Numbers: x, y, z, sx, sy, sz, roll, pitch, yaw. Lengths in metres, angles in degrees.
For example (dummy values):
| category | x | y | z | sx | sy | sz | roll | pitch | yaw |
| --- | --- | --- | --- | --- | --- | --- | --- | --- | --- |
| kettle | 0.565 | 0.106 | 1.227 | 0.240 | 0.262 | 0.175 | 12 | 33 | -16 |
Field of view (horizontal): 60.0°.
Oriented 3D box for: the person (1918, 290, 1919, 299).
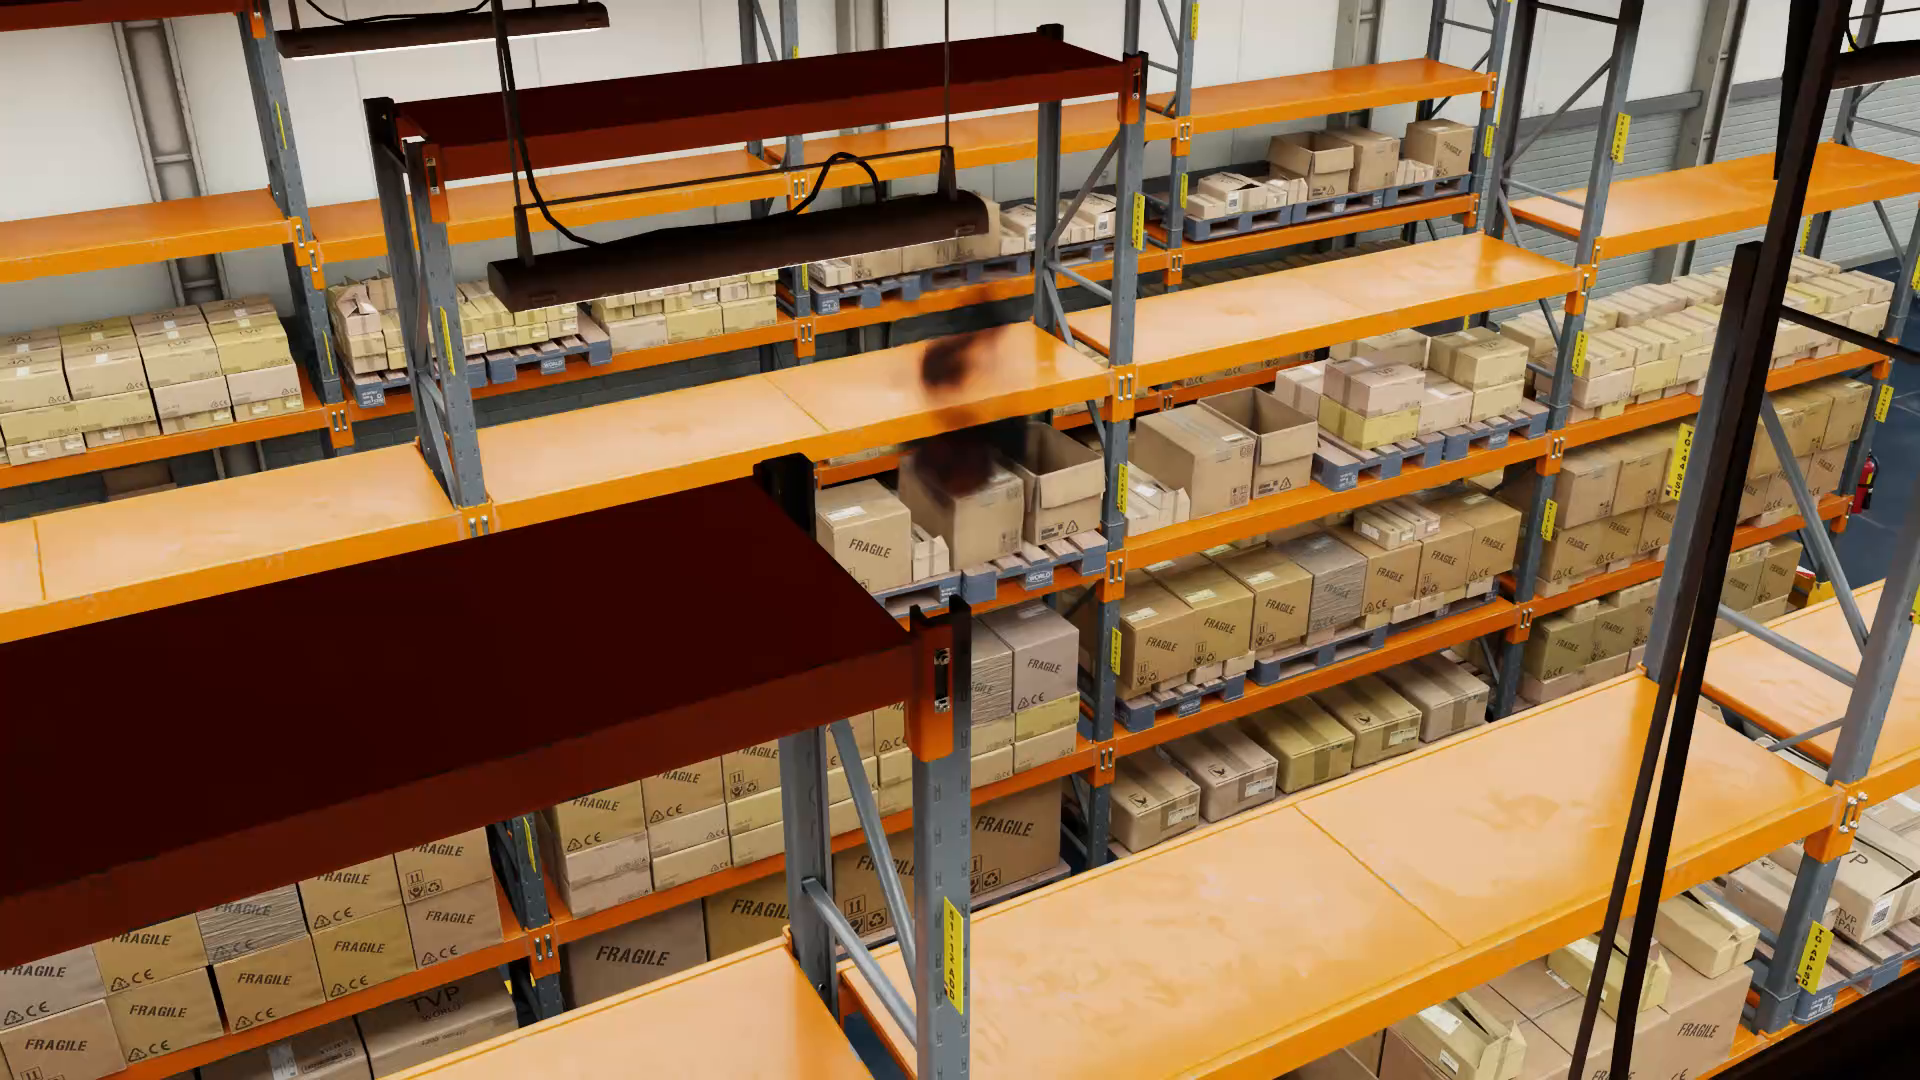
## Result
| category | x | y | z | sx | sy | sz | roll | pitch | yaw |
| --- | --- | --- | --- | --- | --- | --- | --- | --- | --- |
| person | 13.523 | -4.037 | 22.796 | 0.619 | 1.660 | 0.590 | -19 | 33 | -31 |
